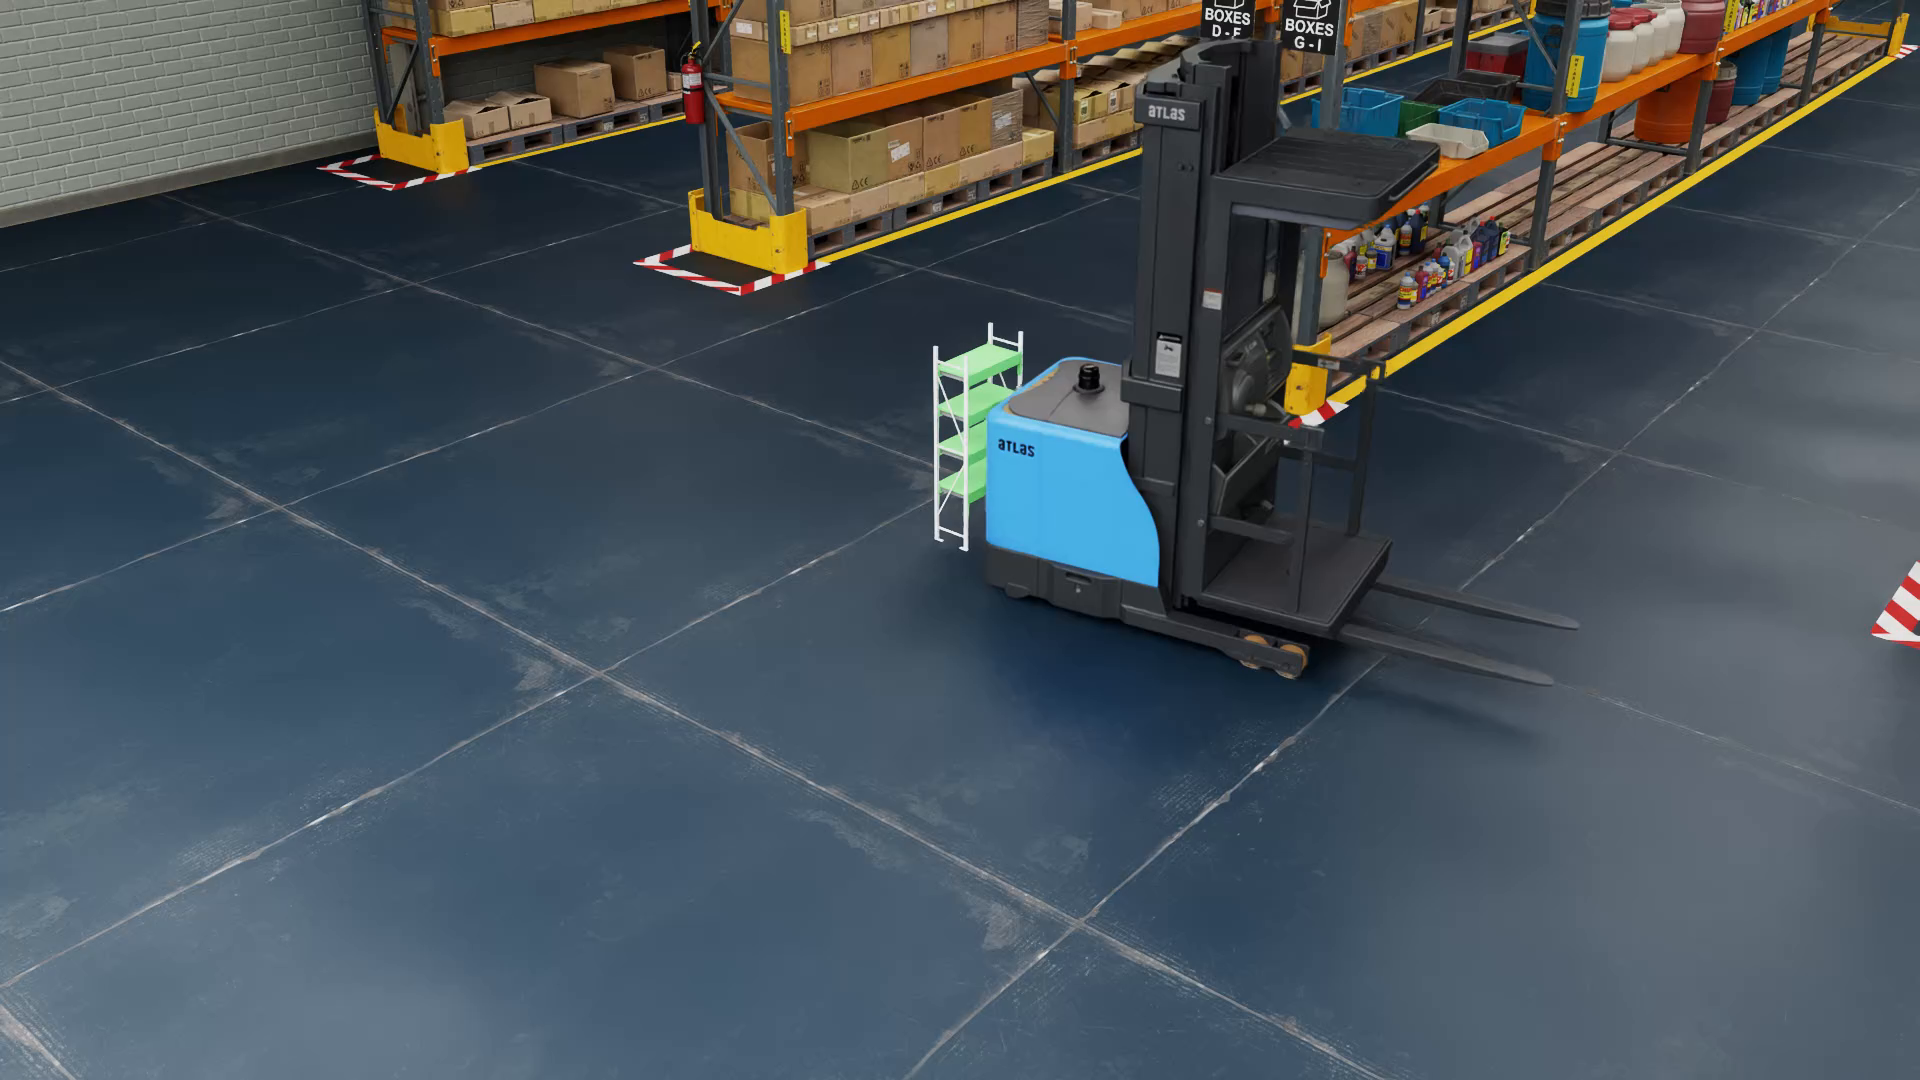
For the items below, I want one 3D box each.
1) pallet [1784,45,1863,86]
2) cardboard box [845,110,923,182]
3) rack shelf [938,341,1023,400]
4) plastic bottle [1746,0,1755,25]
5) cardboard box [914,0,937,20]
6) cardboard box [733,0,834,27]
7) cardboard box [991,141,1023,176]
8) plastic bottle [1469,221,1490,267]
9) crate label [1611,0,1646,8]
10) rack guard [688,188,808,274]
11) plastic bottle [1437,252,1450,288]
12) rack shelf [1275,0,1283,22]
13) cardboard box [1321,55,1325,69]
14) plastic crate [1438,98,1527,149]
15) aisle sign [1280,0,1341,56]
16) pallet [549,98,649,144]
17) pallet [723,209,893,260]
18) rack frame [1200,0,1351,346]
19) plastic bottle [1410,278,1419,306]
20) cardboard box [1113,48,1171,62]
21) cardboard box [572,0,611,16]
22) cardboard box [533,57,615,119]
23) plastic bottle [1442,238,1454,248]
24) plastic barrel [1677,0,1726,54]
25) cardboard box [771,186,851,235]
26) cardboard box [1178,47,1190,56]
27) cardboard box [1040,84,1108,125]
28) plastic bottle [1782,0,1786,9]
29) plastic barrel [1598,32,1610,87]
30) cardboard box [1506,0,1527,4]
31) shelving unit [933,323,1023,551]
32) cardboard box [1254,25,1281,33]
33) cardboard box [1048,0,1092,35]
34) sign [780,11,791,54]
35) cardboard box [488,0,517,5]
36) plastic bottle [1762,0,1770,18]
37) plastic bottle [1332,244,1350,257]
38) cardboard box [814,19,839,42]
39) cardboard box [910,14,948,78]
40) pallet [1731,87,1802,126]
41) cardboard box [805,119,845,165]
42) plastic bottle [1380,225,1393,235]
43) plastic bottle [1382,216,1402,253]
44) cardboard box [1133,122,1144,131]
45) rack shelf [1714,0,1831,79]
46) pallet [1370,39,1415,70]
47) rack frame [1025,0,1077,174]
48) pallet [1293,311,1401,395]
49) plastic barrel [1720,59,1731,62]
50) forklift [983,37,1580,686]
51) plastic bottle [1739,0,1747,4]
[{"bbox_3d":[10.842,-6.087,21.286,1.003,0.211,1.213,21,34,34],"label":"pallet"},{"bbox_3d":[-0.687,-3.595,15.155,0.500,0.500,0.500,21,34,34],"label":"cardboard box"},{"bbox_3d":[0.105,-0.961,9.397,0.258,0.148,0.480,21,34,34],"label":"rack shelf"},{"bbox_3d":[8.170,-5.488,17.220,0.061,0.283,0.133,21,34,34],"label":"plastic bottle"},{"bbox_3d":[-0.430,-4.767,14.885,0.380,0.149,0.250,21,34,35],"label":"cardboard box"},{"bbox_3d":[-1.484,-4.614,13.884,0.700,0.500,0.500,21,34,35],"label":"cardboard box"},{"bbox_3d":[0.268,-3.794,16.355,0.500,0.250,0.500,21,34,34],"label":"cardboard box"},{"bbox_3d":[4.230,-2.421,13.569,0.144,0.351,0.185,19,33,32],"label":"plastic bottle"},{"bbox_3d":[6.243,-4.943,16.002,0.502,0.435,0.616,21,34,34],"label":"crate label"},{"bbox_3d":[-1.840,-2.694,14.414,1.175,0.500,0.348,21,34,34],"label":"rack guard"},{"bbox_3d":[3.800,-2.128,13.090,0.097,0.271,0.097,0,27,0],"label":"plastic bottle"},{"bbox_3d":[4.536,-7.039,20.875,1.077,0.370,4.000,21,34,34],"label":"rack shelf"},{"bbox_3d":[4.426,-6.176,20.666,0.500,0.500,0.500,20,34,34],"label":"cardboard box"},{"bbox_3d":[4.045,-3.245,12.919,0.499,0.251,0.616,21,34,34],"label":"plastic crate"},{"bbox_3d":[2.176,-3.408,10.243,0.394,0.787,0.004,21,34,34],"label":"aisle sign"},{"bbox_3d":[-4.281,-4.756,18.714,1.003,0.211,1.213,21,34,34],"label":"pallet"},{"bbox_3d":[-1.370,-2.858,15.045,1.003,0.211,1.213,21,34,34],"label":"pallet"},{"bbox_3d":[1.995,-2.364,11.055,1.000,3.000,0.127,21,34,34],"label":"rack frame"},{"bbox_3d":[3.455,-1.905,12.735,0.097,0.201,0.097,0,27,0],"label":"plastic bottle"},{"bbox_3d":[2.051,-5.395,18.840,0.500,0.311,0.500,20,33,33],"label":"cardboard box"},{"bbox_3d":[-4.123,-5.828,17.892,0.500,0.250,0.500,21,34,35],"label":"cardboard box"},{"bbox_3d":[-4.272,-5.011,18.414,0.700,0.500,0.500,18,33,31],"label":"cardboard box"},{"bbox_3d":[3.929,-2.297,13.403,0.061,0.283,0.133,21,34,34],"label":"plastic bottle"},{"bbox_3d":[7.023,-5.008,16.018,0.600,0.536,0.708,21,34,34],"label":"plastic barrel"},{"bbox_3d":[-1.312,-2.904,14.634,0.500,0.250,0.500,21,34,34],"label":"cardboard box"},{"bbox_3d":[2.795,-5.420,18.888,0.500,0.311,0.500,20,34,34],"label":"cardboard box"},{"bbox_3d":[1.175,-4.519,17.147,0.500,0.311,0.500,21,34,35],"label":"cardboard box"},{"bbox_3d":[8.936,-5.891,18.089,0.097,0.201,0.097,0,27,0],"label":"plastic bottle"},{"bbox_3d":[5.317,-4.118,14.297,0.433,0.535,0.433,0,27,0],"label":"plastic barrel"},{"bbox_3d":[8.197,-8.306,24.784,0.500,0.500,0.500,21,34,34],"label":"cardboard box"},{"bbox_3d":[0.105,-0.592,9.588,0.258,1.200,0.503,21,34,34],"label":"shelving unit"},{"bbox_3d":[3.678,-6.135,20.586,0.500,0.500,0.500,22,35,36],"label":"cardboard box"},{"bbox_3d":[0.999,-5.352,16.994,0.500,0.250,0.500,23,35,37],"label":"cardboard box"},{"bbox_3d":[-1.400,-4.068,13.322,0.100,0.325,0.005,21,34,34],"label":"sign"},{"bbox_3d":[-4.792,-5.789,17.000,0.500,0.500,0.500,21,34,35],"label":"cardboard box"},{"bbox_3d":[8.491,-5.696,17.631,0.152,0.276,0.135,21,34,34],"label":"plastic bottle"},{"bbox_3d":[3.007,-2.210,13.244,0.152,0.276,0.135,21,34,35],"label":"plastic bottle"},{"bbox_3d":[-1.243,-4.316,14.014,0.380,0.149,0.250,20,33,33],"label":"cardboard box"},{"bbox_3d":[-0.535,-4.569,15.209,0.700,0.500,0.500,22,35,36],"label":"cardboard box"},{"bbox_3d":[9.105,-5.119,19.415,1.003,0.211,1.213,21,34,34],"label":"pallet"},{"bbox_3d":[-1.088,-3.747,15.449,0.500,0.500,0.500,21,34,34],"label":"cardboard box"},{"bbox_3d":[3.521,-2.471,13.753,0.097,0.271,0.097,0,27,0],"label":"plastic bottle"},{"bbox_3d":[3.586,-2.569,13.856,0.144,0.351,0.185,19,33,32],"label":"plastic bottle"},{"bbox_3d":[1.821,-4.632,17.976,0.500,0.250,0.500,20,33,33],"label":"cardboard box"},{"bbox_3d":[8.356,-5.590,18.074,1.077,0.370,4.000,21,34,34],"label":"rack shelf"},{"bbox_3d":[5.320,-6.530,22.143,1.003,0.211,1.213,21,34,34],"label":"pallet"},{"bbox_3d":[0.720,-5.231,16.598,1.000,3.000,0.127,21,34,34],"label":"rack frame"},{"bbox_3d":[2.528,-1.453,12.329,1.003,0.211,1.213,21,34,34],"label":"pallet"},{"bbox_3d":[8.390,-5.087,18.570,0.421,0.512,0.421,0,27,0],"label":"plastic barrel"},{"bbox_3d":[1.665,-0.884,8.269,3.031,2.935,1.130,14,31,26],"label":"forklift"},{"bbox_3d":[8.392,-5.782,17.715,0.144,0.351,0.185,21,34,34],"label":"plastic bottle"}]
